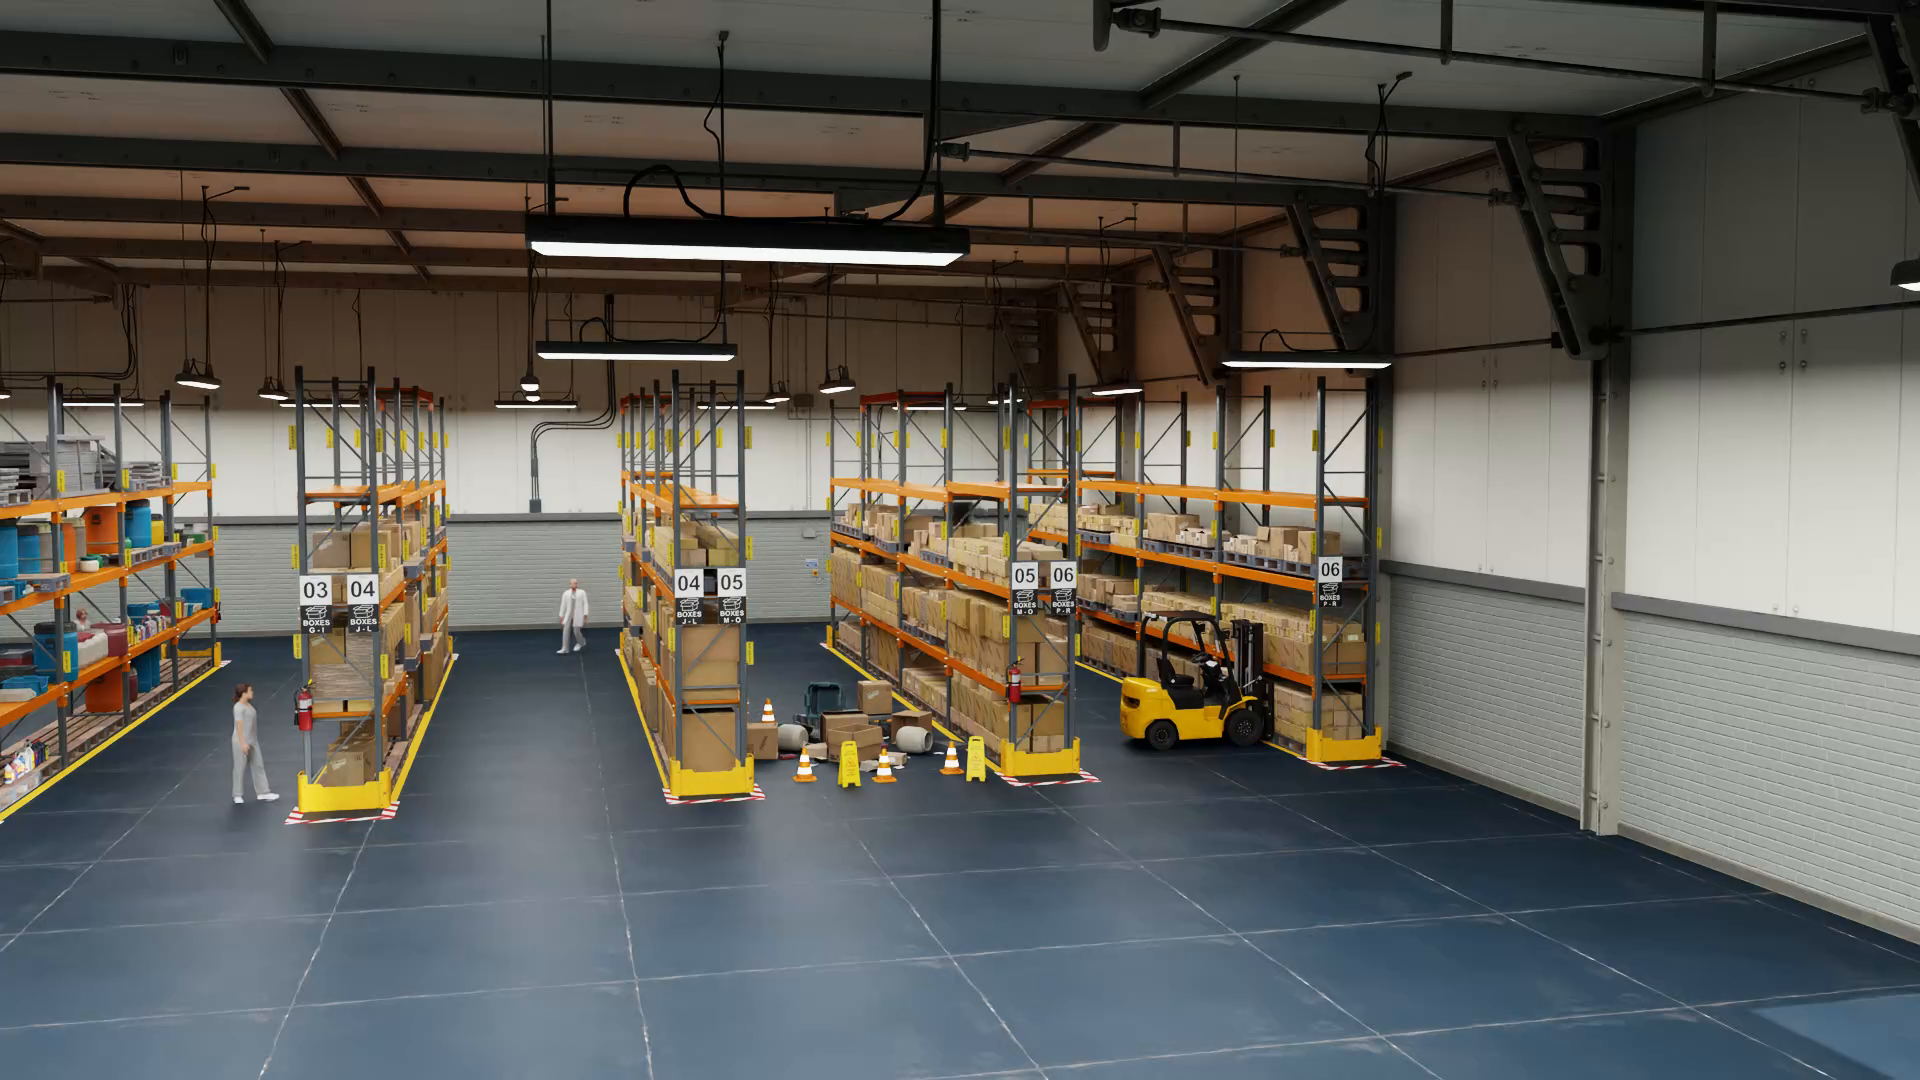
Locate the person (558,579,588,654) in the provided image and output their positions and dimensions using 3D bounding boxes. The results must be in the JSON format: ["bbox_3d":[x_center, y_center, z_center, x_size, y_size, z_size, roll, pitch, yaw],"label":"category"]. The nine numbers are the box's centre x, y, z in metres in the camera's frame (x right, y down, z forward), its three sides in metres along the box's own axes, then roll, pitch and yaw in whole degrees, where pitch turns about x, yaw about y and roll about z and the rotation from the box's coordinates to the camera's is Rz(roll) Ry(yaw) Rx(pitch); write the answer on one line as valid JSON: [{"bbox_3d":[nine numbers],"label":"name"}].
[{"bbox_3d":[-9.064,1.789,39.058,0.632,1.751,0.841,1,4,19],"label":"person"}]

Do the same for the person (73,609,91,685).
[{"bbox_3d":[-18.038,2.180,34.195,0.386,1.552,0.865,-1,3,-9],"label":"person"}]

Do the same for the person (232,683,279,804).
[{"bbox_3d":[-9.821,2.802,23.016,0.571,1.666,0.488,1,4,15],"label":"person"}]
